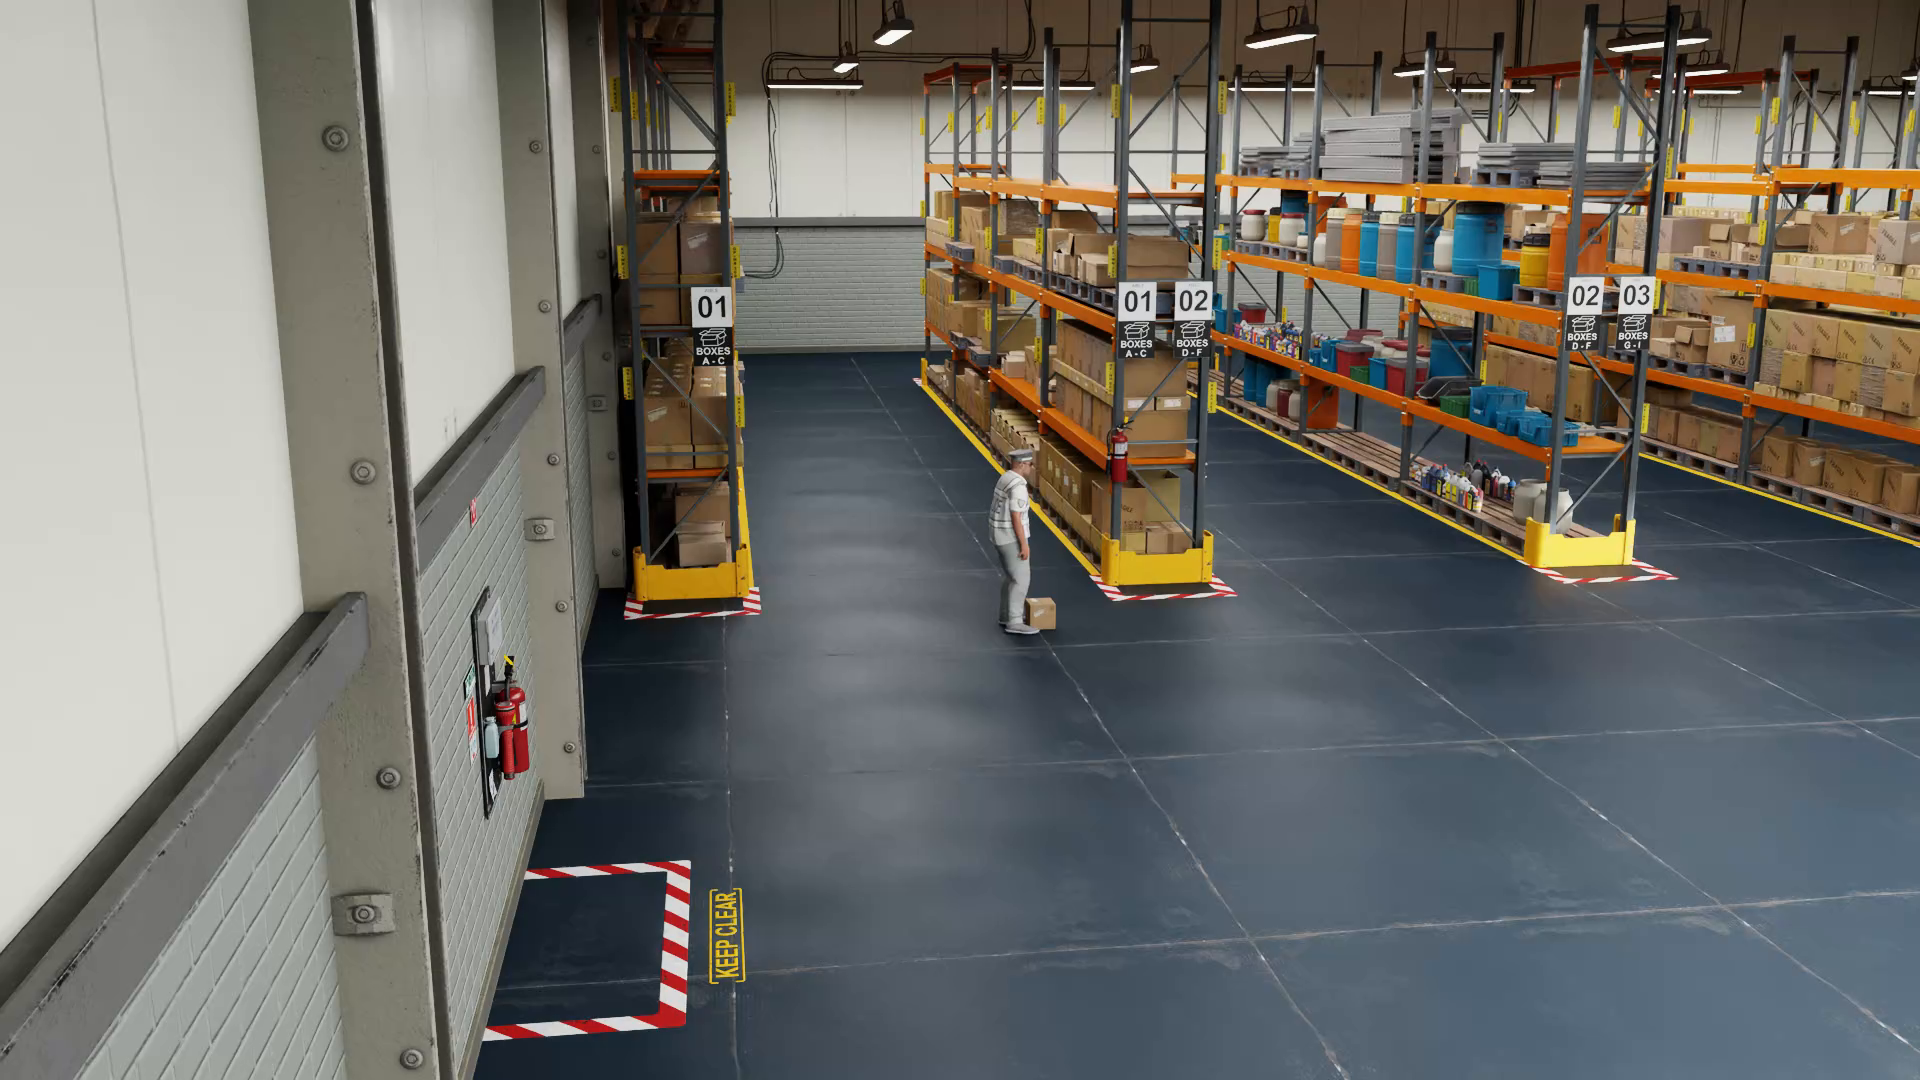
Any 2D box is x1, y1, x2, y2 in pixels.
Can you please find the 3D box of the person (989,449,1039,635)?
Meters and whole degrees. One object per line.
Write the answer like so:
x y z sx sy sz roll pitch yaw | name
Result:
0.507 -0.002 15.979 0.437 1.747 0.604 -3 13 -12 | person
